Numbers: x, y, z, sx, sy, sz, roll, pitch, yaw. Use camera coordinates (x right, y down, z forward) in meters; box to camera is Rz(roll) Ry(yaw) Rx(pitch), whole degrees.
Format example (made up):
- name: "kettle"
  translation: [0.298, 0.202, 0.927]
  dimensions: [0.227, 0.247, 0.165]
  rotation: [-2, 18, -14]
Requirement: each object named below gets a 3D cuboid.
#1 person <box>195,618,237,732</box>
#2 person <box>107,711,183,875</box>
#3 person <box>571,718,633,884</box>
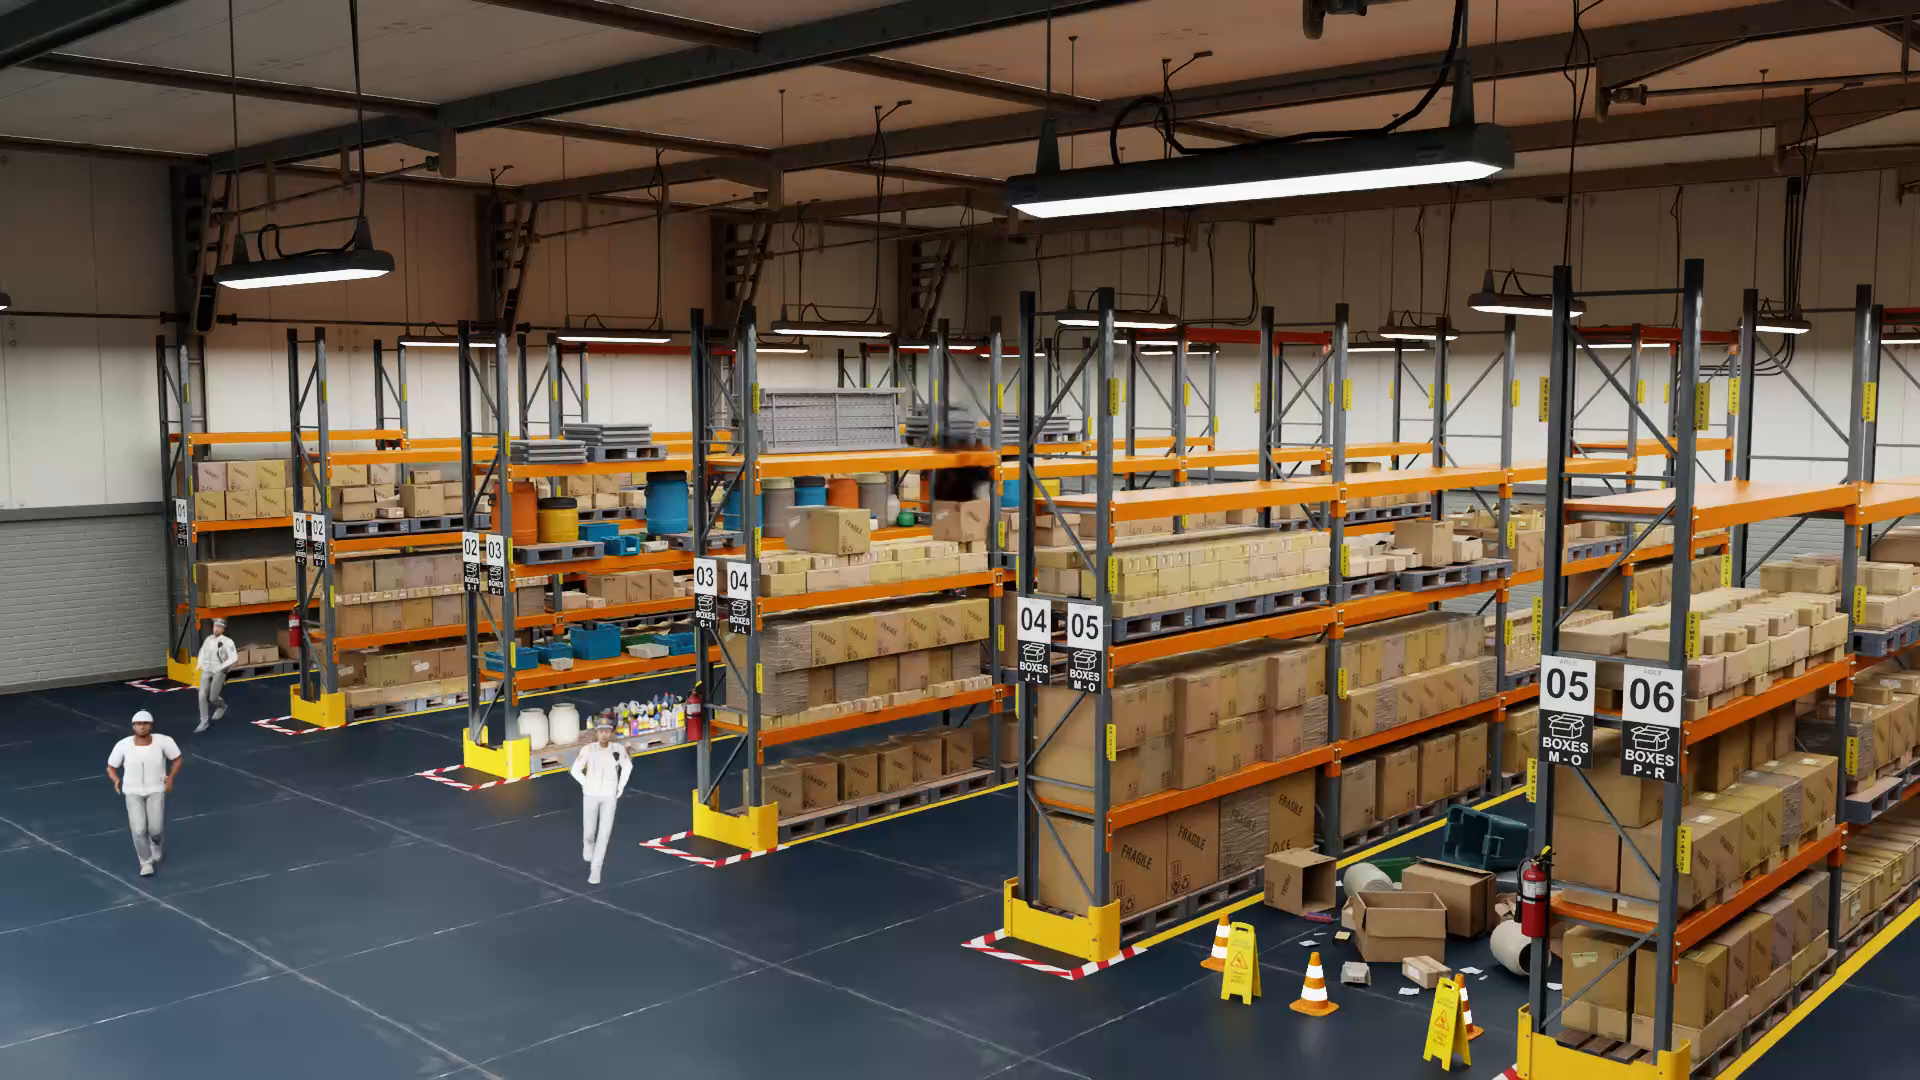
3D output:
- name: "person"
  translation: [-11.191, 2.004, 24.993]
  dimensions: [0.661, 1.678, 0.732]
  rotation: [1, 5, 6]
- name: "person"
  translation: [-8.616, 2.658, 17.593]
  dimensions: [0.726, 1.723, 0.588]
  rotation: [-2, 6, -23]
- name: "person"
  translation: [-3.764, 2.686, 17.513]
  dimensions: [0.633, 1.681, 0.833]
  rotation: [-1, 5, -12]
